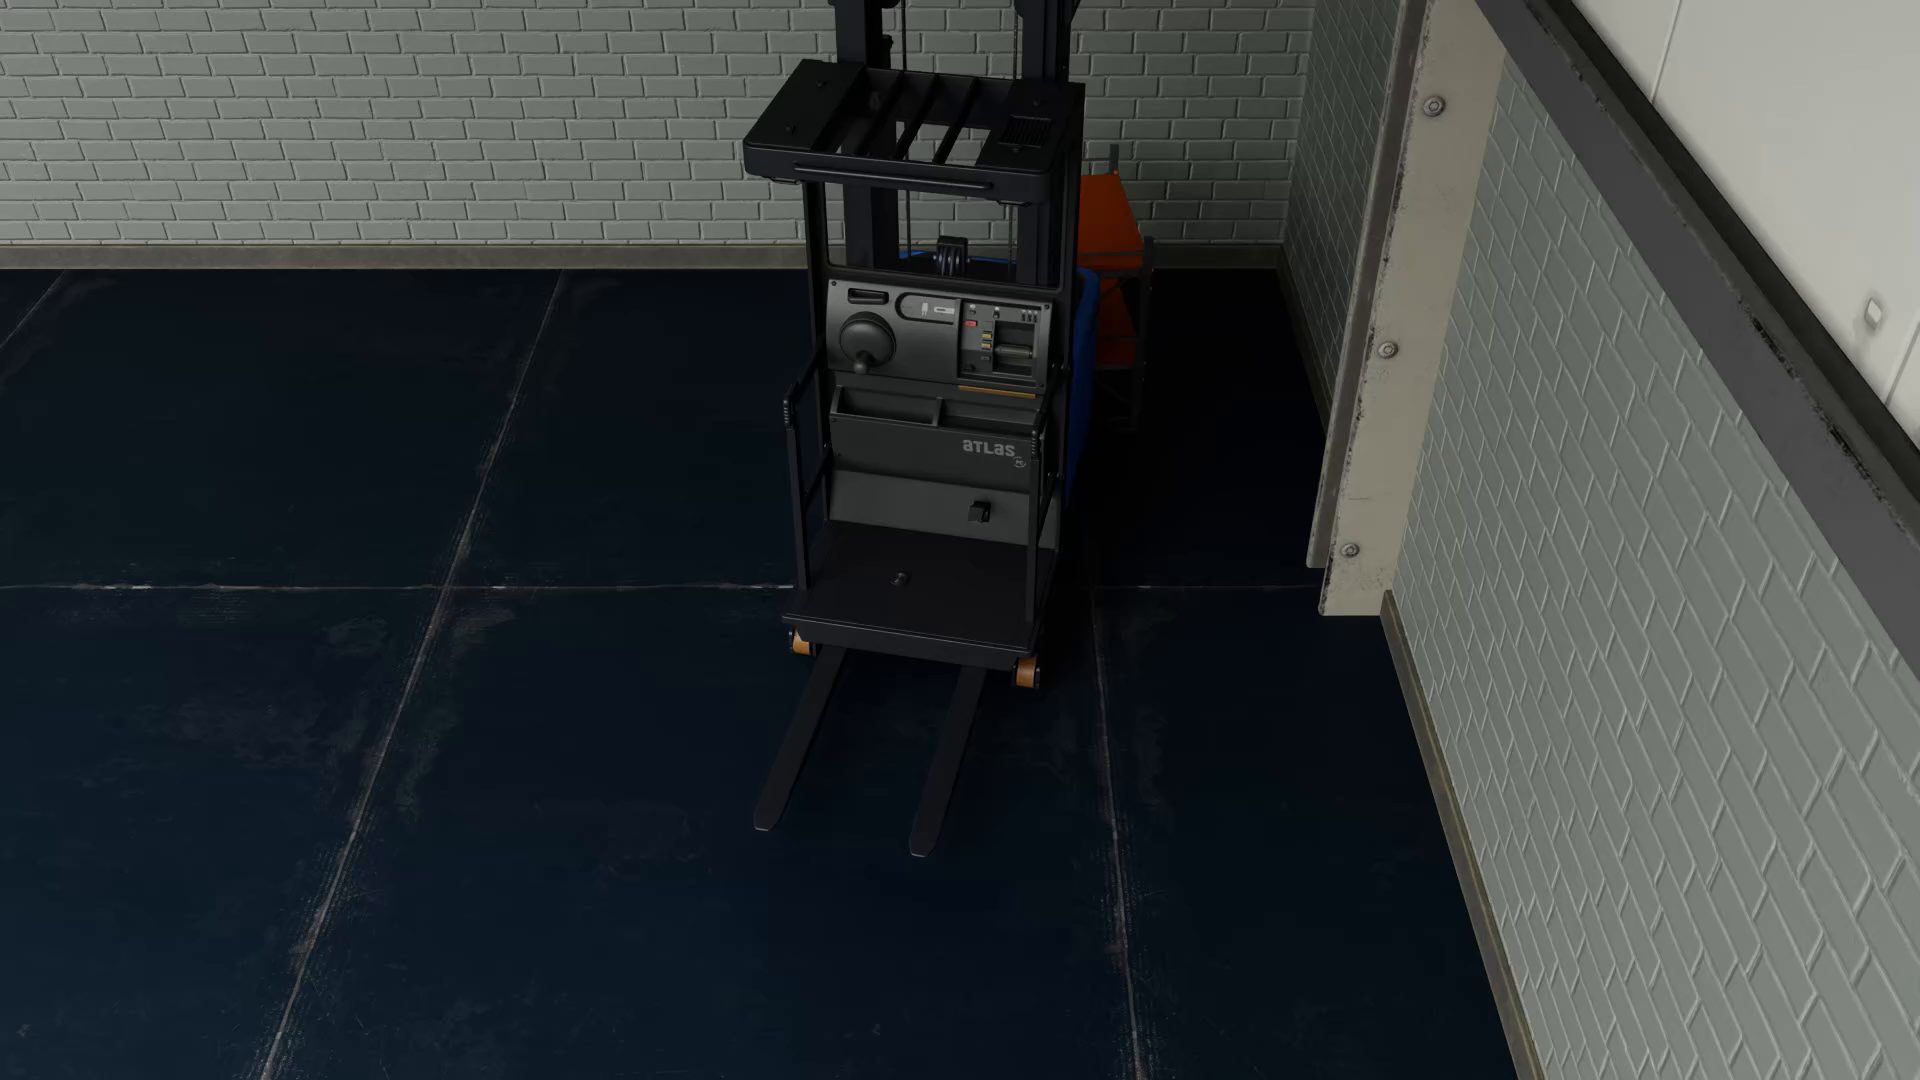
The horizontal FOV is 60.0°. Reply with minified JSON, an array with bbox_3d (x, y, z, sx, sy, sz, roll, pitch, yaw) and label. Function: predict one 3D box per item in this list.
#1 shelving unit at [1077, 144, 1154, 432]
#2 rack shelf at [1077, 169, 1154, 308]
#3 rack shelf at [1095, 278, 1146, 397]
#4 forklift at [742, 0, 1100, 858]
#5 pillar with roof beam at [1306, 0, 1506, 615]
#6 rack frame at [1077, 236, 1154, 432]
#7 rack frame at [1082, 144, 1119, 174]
[{"bbox_3d":[0.637,-1.322,8.745,0.538,1.125,1.048,-3,39,-4],"label":"shelving unit"},{"bbox_3d":[0.637,-1.550,8.562,0.538,0.278,1.000,-3,39,-4],"label":"rack shelf"},{"bbox_3d":[0.637,-1.131,8.898,0.538,0.278,1.000,-3,39,-4],"label":"rack shelf"},{"bbox_3d":[-0.132,-0.762,6.602,1.130,2.935,3.031,8,39,9],"label":"forklift"},{"bbox_3d":[-2.513,-3.291,4.906,9.100,9.000,0.400,0,39,0],"label":"pillar with roof beam"},{"bbox_3d":[0.683,-1.005,8.350,0.500,1.125,0.032,-3,39,-4],"label":"rack frame"},{"bbox_3d":[0.591,-1.638,9.140,0.500,1.125,0.032,-3,39,-4],"label":"rack frame"}]
